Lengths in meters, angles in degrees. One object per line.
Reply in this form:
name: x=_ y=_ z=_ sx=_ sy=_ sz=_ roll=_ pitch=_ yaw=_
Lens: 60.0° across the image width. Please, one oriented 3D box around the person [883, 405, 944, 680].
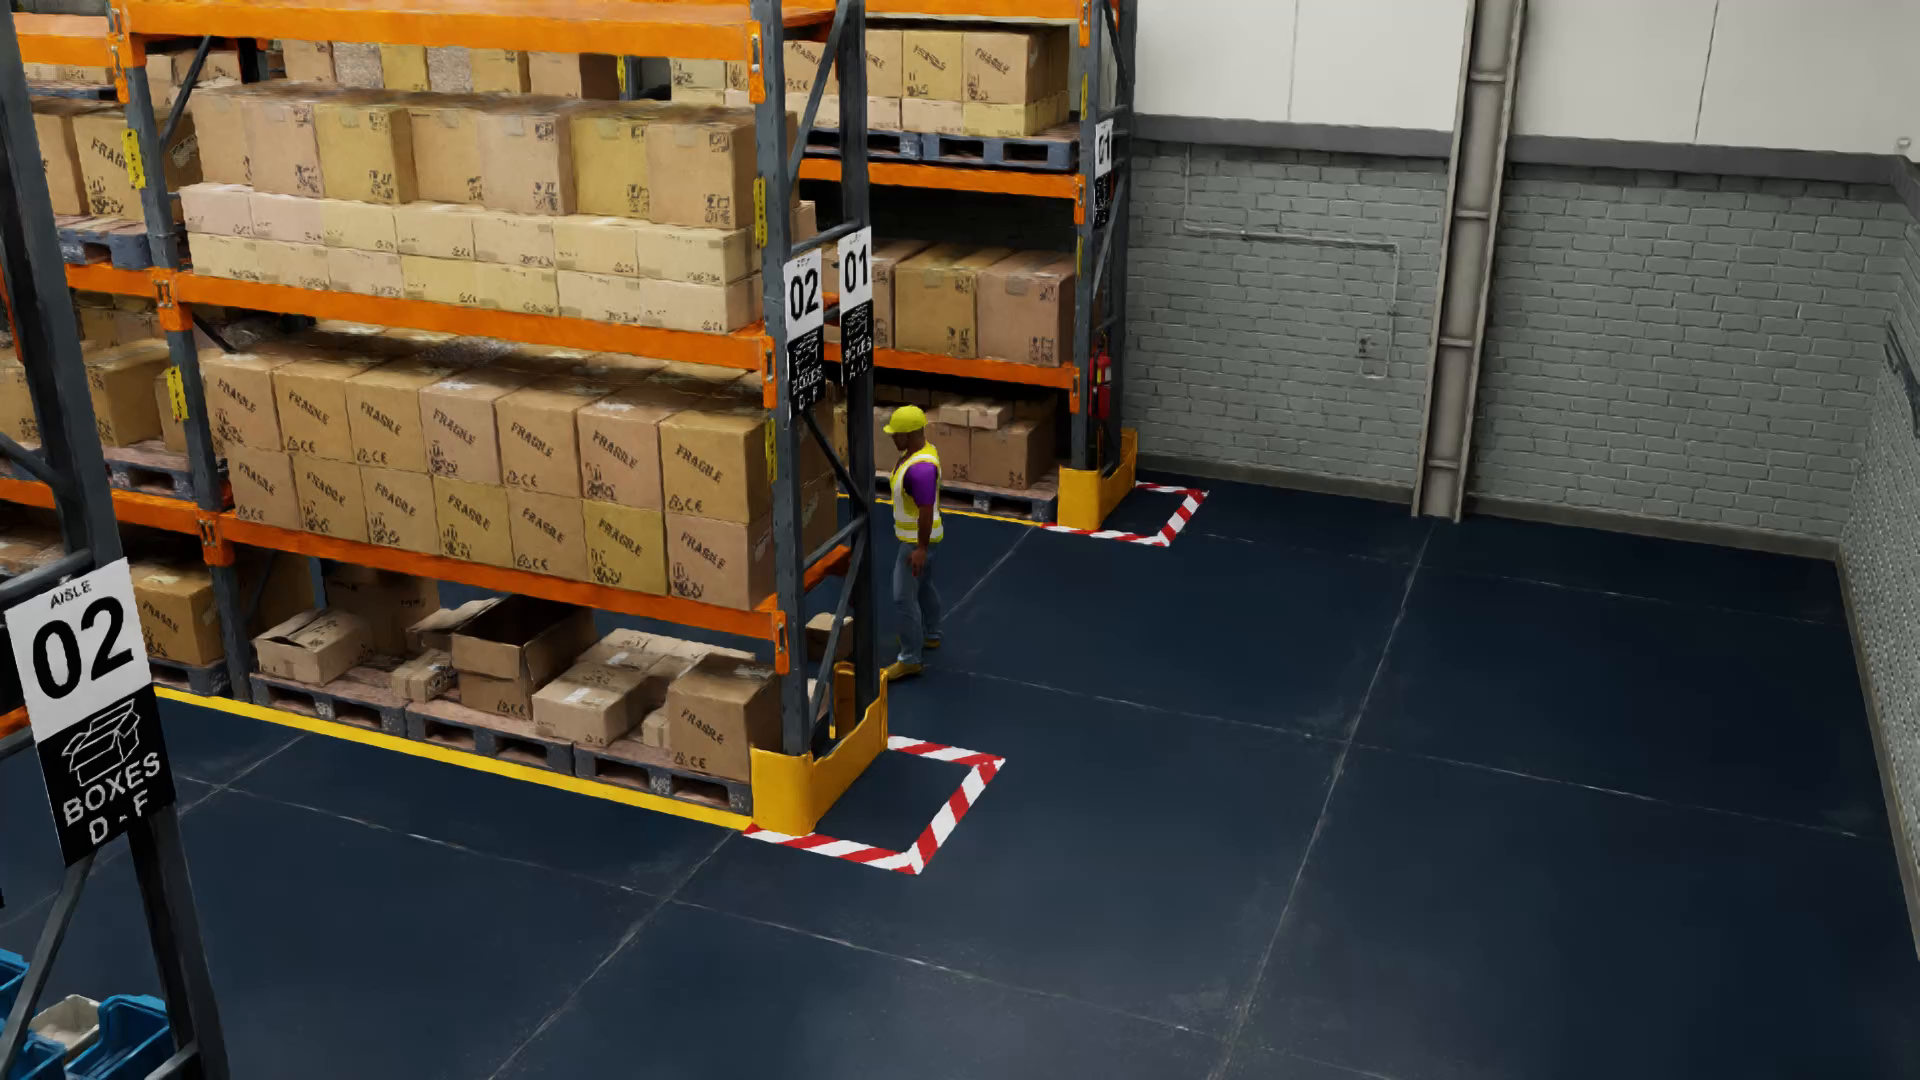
person: x=-0.339 y=-0.025 z=10.901 sx=0.488 sy=1.767 sz=0.671 roll=-2 pitch=22 yaw=-5
